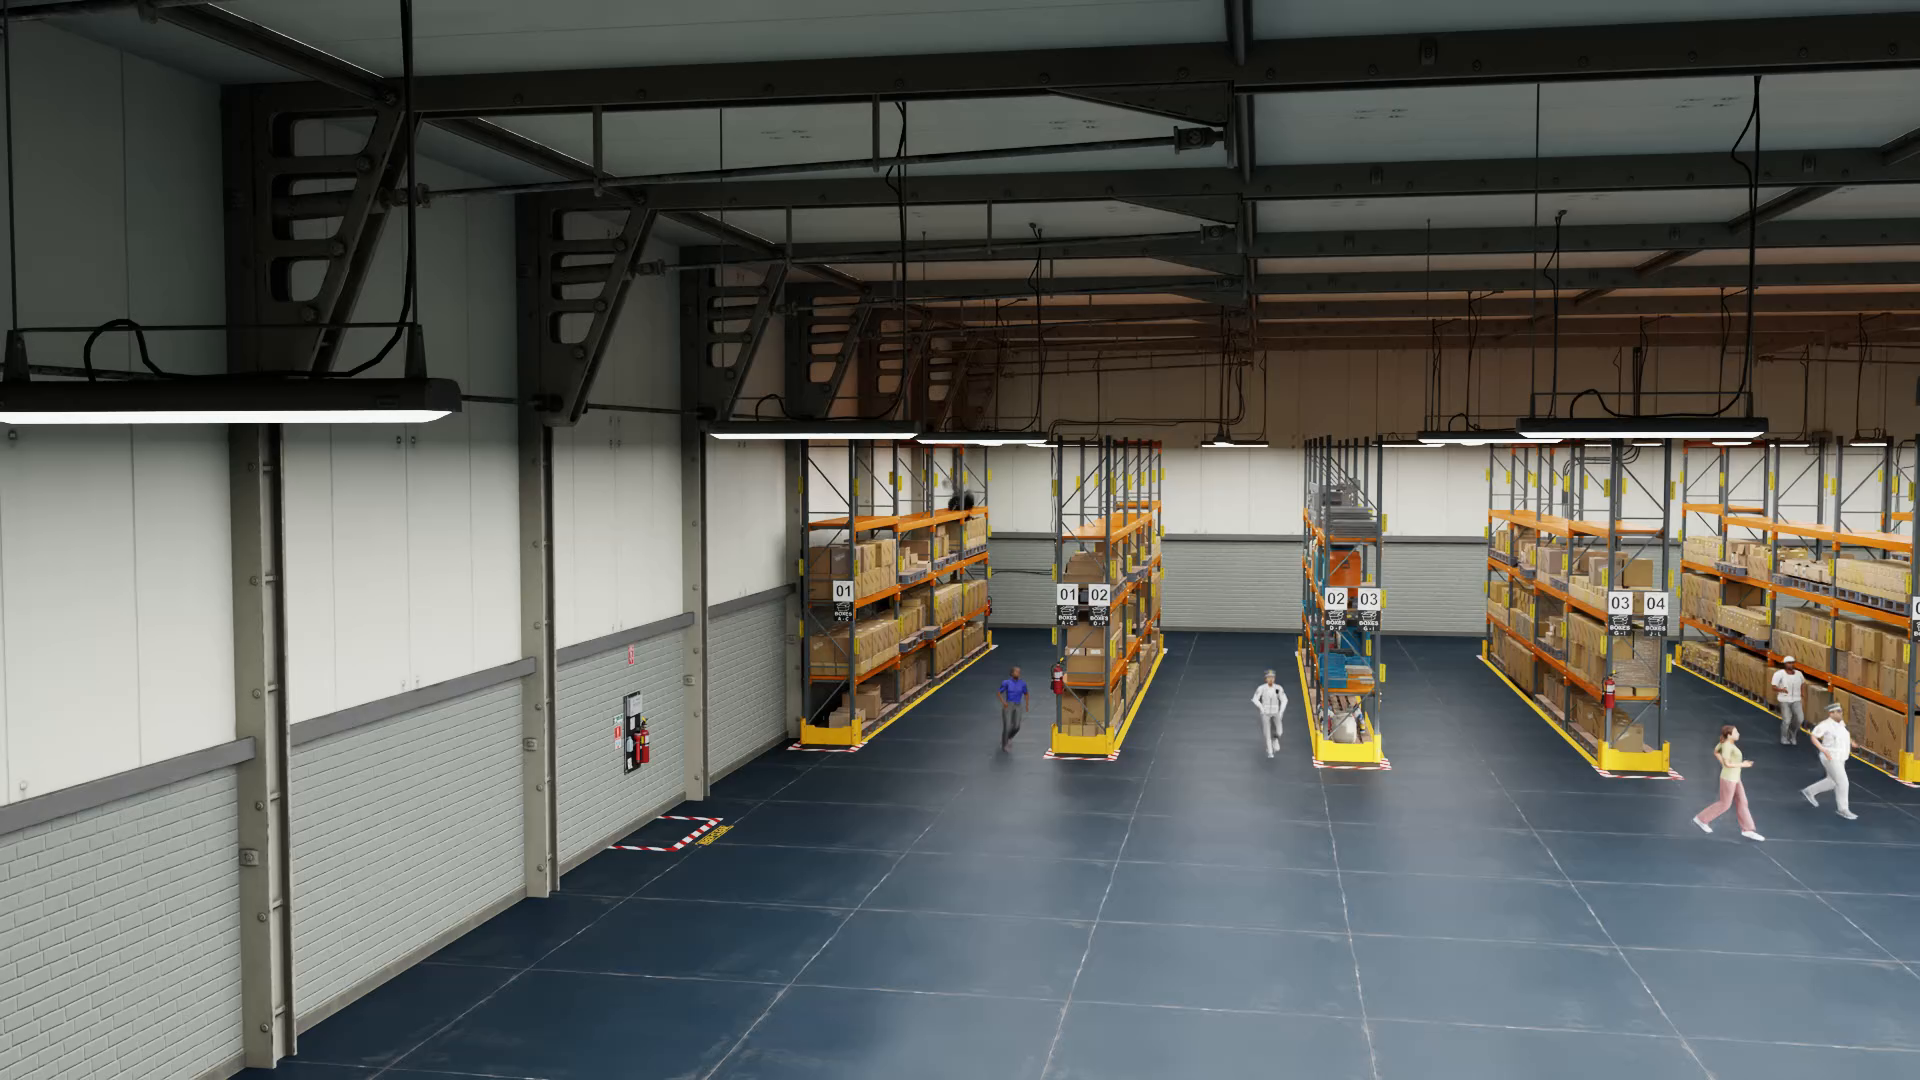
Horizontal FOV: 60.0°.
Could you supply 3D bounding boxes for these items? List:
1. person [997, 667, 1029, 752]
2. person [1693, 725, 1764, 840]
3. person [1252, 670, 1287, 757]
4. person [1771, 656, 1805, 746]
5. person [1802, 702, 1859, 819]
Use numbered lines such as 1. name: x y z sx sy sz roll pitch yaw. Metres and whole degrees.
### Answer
1. person: 1.025 3.260 31.620 0.647 1.528 0.496 -1 3 -13
2. person: 11.290 3.540 24.398 0.951 1.673 0.574 2 4 31
3. person: 5.772 3.229 30.941 0.649 1.643 0.531 0 3 5
4. person: 16.032 3.111 32.073 0.681 1.743 0.619 0 3 6
5. person: 13.706 3.430 26.122 0.650 1.792 0.868 -2 4 -38
